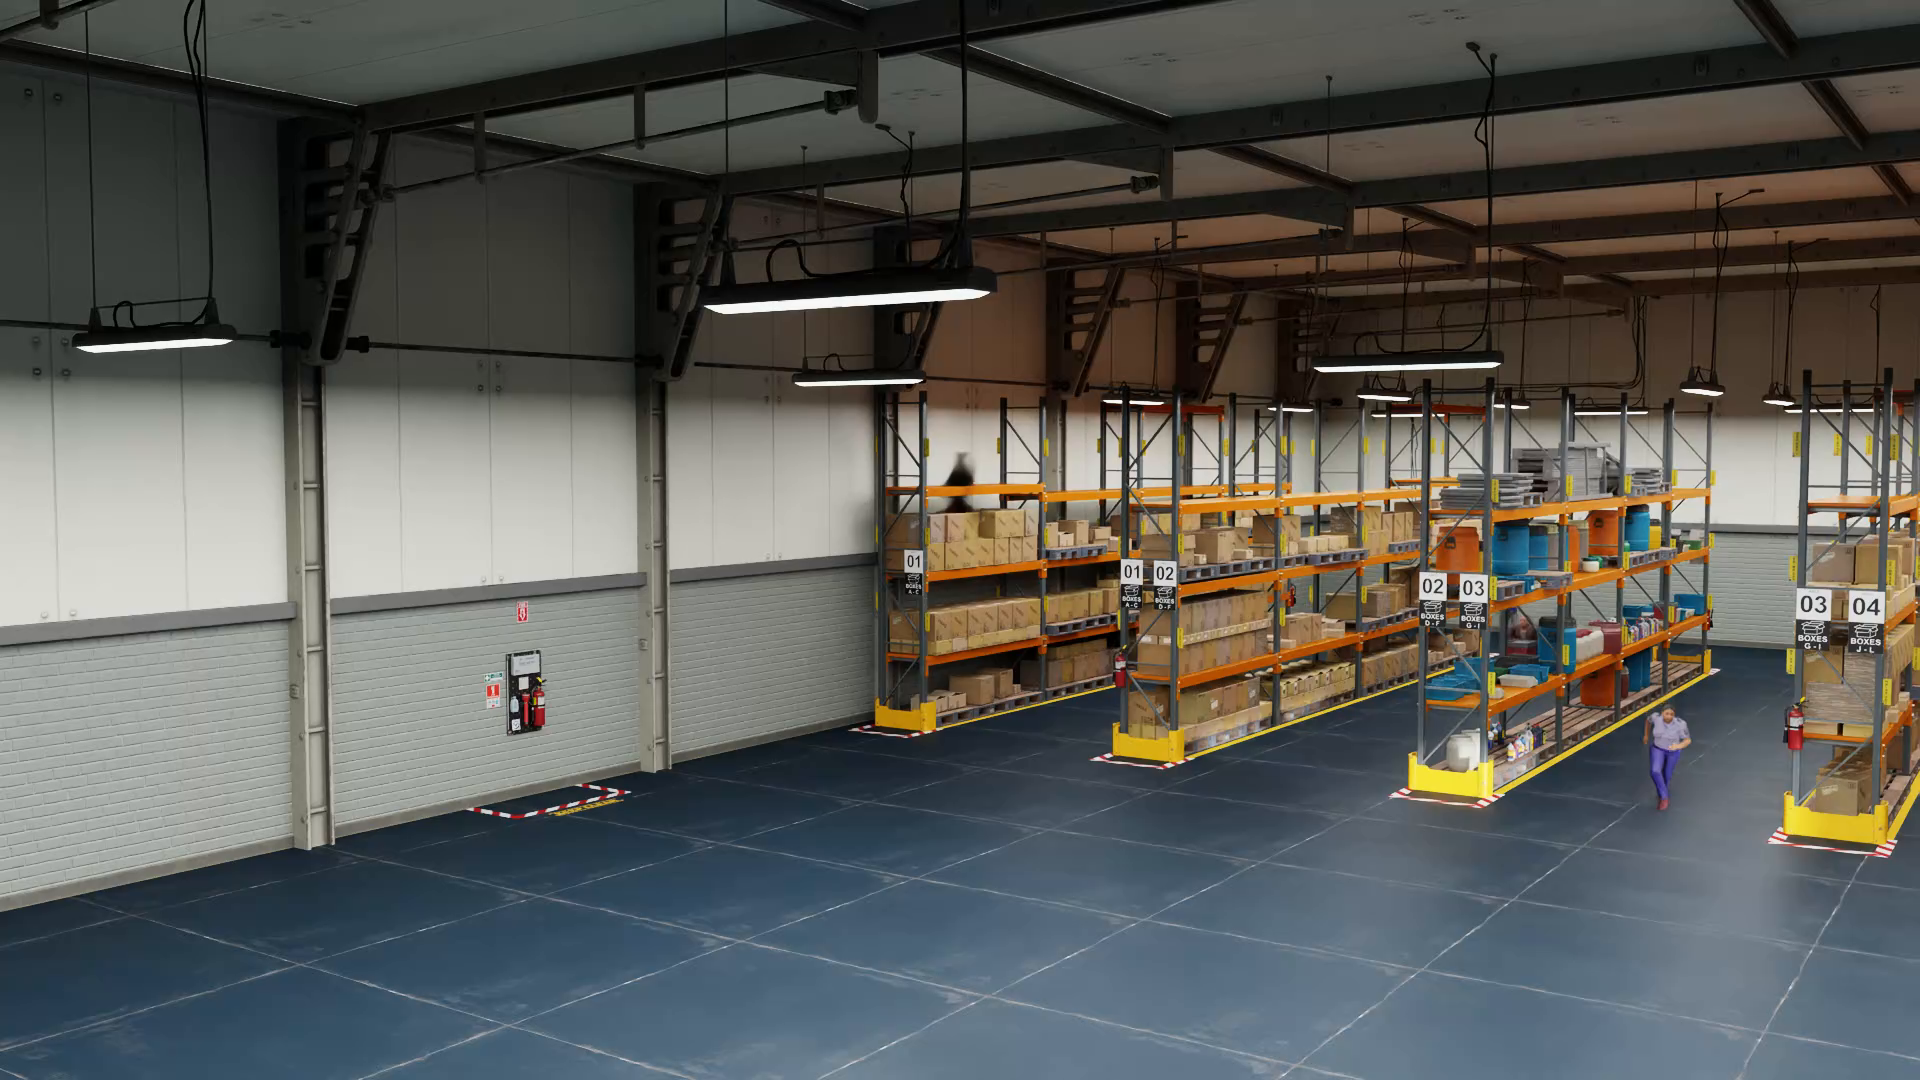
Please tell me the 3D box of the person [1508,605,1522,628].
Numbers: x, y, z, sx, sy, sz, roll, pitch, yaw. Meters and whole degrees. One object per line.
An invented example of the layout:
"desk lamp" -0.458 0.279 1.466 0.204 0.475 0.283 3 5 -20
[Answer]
"person" 13.804 1.923 41.684 0.612 1.666 0.934 0 3 0

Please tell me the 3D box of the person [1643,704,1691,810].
"person" 9.834 2.962 23.148 0.603 1.476 1.065 1 3 22

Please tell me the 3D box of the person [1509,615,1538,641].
"person" 11.306 2.334 33.220 0.698 1.693 0.788 2 4 31
